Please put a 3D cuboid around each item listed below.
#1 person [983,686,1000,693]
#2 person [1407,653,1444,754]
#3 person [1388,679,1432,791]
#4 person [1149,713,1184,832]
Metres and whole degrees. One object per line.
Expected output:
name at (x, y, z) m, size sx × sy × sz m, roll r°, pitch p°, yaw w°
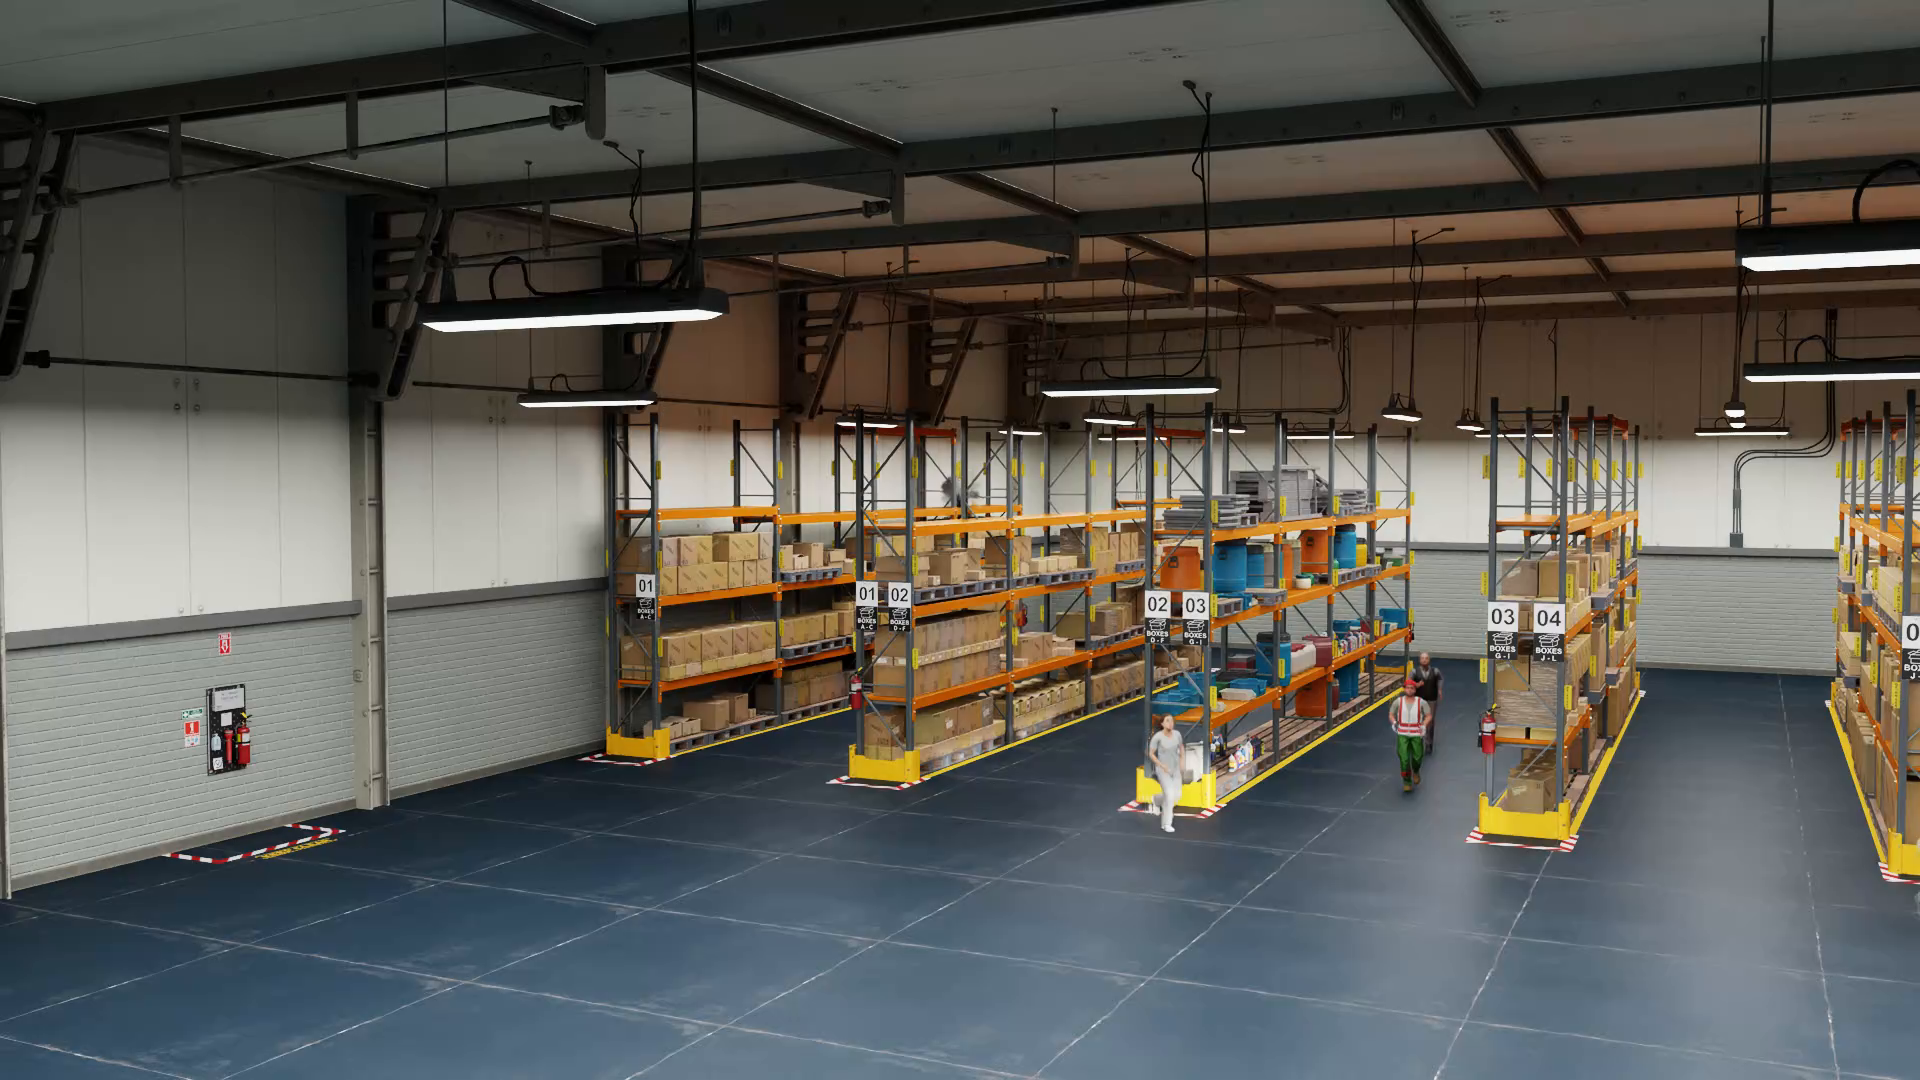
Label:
person at (0.622, 2.678, 34.829) m, size 0.698 × 1.723 × 0.579 m, roll 1°, pitch 3°, yaw 26°
person at (8.267, 2.871, 29.579) m, size 0.650 × 1.721 × 0.952 m, roll 1°, pitch 2°, yaw 15°
person at (7.008, 3.040, 25.919) m, size 0.652 × 1.738 × 0.615 m, roll 1°, pitch 3°, yaw 17°
person at (2.870, 3.214, 23.171) m, size 0.586 × 1.646 × 0.653 m, roll -1°, pitch 3°, yaw -24°
